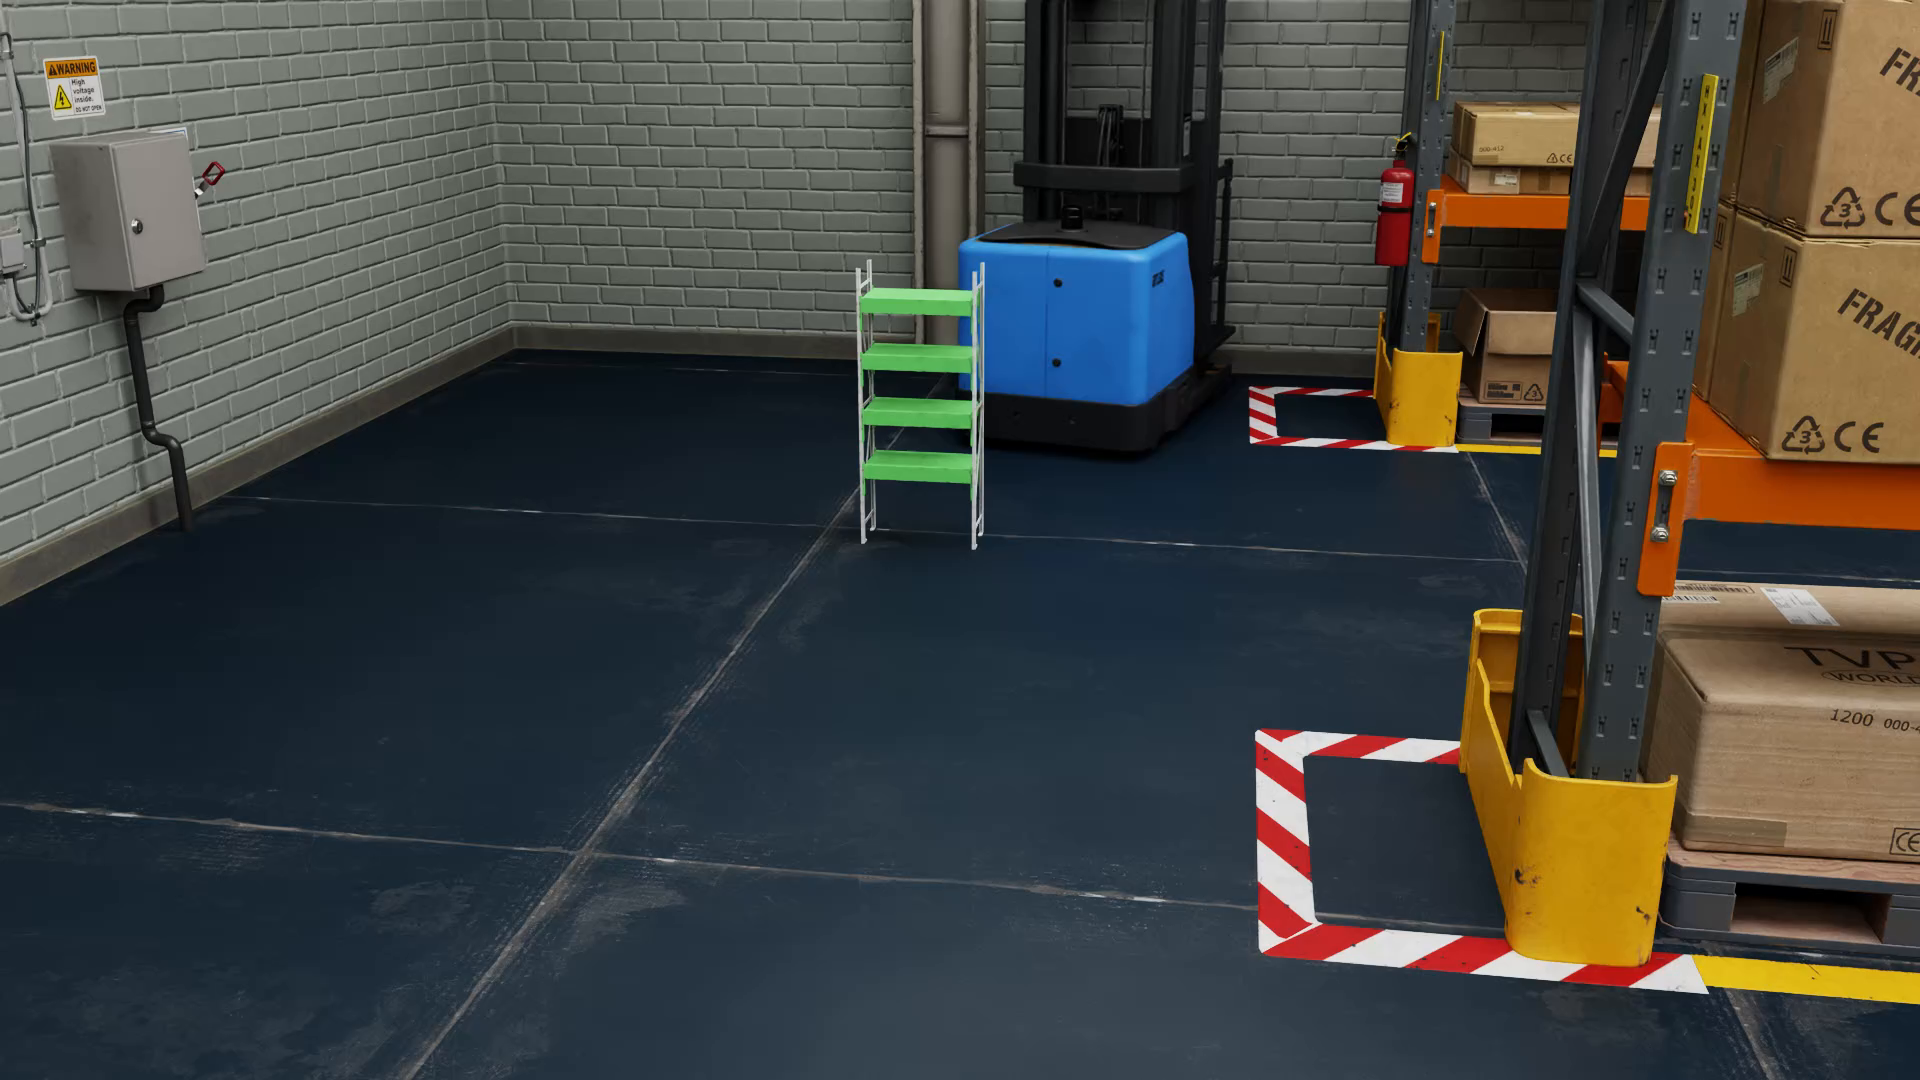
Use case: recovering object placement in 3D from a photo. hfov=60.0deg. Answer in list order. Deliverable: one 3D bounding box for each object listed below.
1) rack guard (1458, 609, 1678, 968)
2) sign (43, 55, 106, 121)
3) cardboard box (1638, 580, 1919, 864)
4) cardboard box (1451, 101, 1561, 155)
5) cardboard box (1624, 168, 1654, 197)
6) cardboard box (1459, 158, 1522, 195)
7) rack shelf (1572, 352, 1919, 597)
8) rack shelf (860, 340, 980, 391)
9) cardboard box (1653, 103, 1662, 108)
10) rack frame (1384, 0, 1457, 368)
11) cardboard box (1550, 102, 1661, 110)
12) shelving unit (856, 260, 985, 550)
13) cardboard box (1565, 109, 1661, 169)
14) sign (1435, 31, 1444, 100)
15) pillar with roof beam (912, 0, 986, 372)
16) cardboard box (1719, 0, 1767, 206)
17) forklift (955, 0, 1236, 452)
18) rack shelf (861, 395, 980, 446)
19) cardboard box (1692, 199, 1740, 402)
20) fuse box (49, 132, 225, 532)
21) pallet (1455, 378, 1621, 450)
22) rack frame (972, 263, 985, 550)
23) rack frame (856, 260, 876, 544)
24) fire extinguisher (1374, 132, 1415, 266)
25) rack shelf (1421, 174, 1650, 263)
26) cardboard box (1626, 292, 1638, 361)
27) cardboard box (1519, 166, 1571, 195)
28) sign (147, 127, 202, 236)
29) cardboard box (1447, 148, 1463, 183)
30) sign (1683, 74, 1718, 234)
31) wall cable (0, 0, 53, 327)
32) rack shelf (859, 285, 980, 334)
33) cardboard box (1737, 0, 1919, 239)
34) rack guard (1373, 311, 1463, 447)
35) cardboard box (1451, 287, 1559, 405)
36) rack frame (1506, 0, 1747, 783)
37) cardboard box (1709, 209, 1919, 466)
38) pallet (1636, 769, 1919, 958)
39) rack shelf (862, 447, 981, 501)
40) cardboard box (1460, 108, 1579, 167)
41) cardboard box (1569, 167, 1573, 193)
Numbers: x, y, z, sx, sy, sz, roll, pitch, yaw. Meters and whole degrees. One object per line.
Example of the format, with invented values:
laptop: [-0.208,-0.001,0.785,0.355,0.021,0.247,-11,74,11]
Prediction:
rack guard: [1.647,0.637,4.613,0.348,0.500,1.175,3,19,9]
sign: [-3.636,-1.860,6.832,0.001,0.242,0.339,3,19,9]
cardboard box: [2.339,0.470,4.547,0.875,0.438,0.875,2,19,7]
cardboard box: [2.951,-2.233,9.016,0.500,0.250,0.500,3,19,10]
cardboard box: [3.499,-1.849,8.497,0.250,0.149,0.380,4,19,10]
cardboard box: [2.736,-1.881,8.594,0.250,0.149,0.380,3,19,8]
rack shelf: [3.646,-0.106,4.026,4.000,0.370,1.077,3,19,9]
rack shelf: [-0.163,-0.744,7.082,0.480,0.148,0.258,3,19,9]
cardboard box: [3.948,-2.180,8.859,0.500,0.250,0.500,4,19,10]
rack frame: [2.455,-2.103,8.860,0.127,3.000,1.000,3,19,9]
cardboard box: [3.460,-2.206,8.938,0.500,0.250,0.500,3,19,9]
shelving unit: [-0.163,-0.577,7.138,0.503,1.200,0.258,3,19,9]
cardboard box: [3.358,-2.040,8.441,0.500,0.250,0.500,3,19,9]
sign: [2.369,-2.343,8.215,0.005,0.325,0.100,3,19,9]
pillar with roof beam: [-0.747,-4.017,5.127,0.400,9.000,9.100,3,19,9]
cardboard box: [2.185,-1.119,4.188,0.500,0.500,0.500,4,19,10]
forklift: [0.987,-2.265,9.454,1.130,2.935,3.031,7,20,20]
rack shelf: [-0.163,-0.517,7.158,0.480,0.148,0.258,3,19,9]
cardboard box: [2.189,-0.654,4.372,0.500,0.500,0.500,3,19,9]
fuse box: [-3.423,-0.864,7.188,0.414,1.711,0.539,3,19,9]
pallet: [3.317,-0.737,9.172,1.213,0.211,1.003,3,19,9]
rack frame: [0.077,-0.565,7.101,0.015,1.200,0.240,3,19,9]
rack frame: [-0.404,-0.590,7.174,0.015,1.200,0.240,3,19,9]
fire extinguisher: [2.236,-1.752,8.521,0.183,0.674,0.296,3,19,9]
rack shelf: [4.429,-1.661,8.674,4.000,0.370,1.077,3,19,9]
cardboard box: [3.881,-1.001,8.845,0.500,0.500,0.700,4,19,11]
cardboard box: [2.994,-1.883,8.599,0.250,0.149,0.380,3,19,10]
sign: [-3.549,-1.595,7.492,0.001,0.494,0.329,3,19,9]
cardboard box: [2.824,-2.051,9.102,0.250,0.149,0.380,3,19,8]
sign: [1.577,-0.822,3.544,0.005,0.325,0.100,3,19,9]
wall cable: [-3.687,-1.751,6.207,0.122,1.984,0.588,3,19,9]
rack shelf: [-0.163,-0.972,7.006,0.480,0.148,0.258,3,19,9]
cardboard box: [2.100,-0.956,3.699,0.500,0.500,0.500,3,19,7]
rack guard: [2.530,-0.914,9.246,0.348,0.500,1.175,3,19,9]
cardboard box: [3.044,-1.058,9.009,0.637,0.503,0.797,2,19,6]
rack frame: [1.671,-0.548,4.212,0.127,3.000,1.000,3,19,9]
cardboard box: [2.099,-0.481,3.855,0.500,0.500,0.500,3,19,8]
pallet: [2.473,0.791,4.608,1.213,0.211,1.003,3,19,9]
rack shelf: [-0.163,-0.289,7.234,0.480,0.148,0.258,3,19,9]
cardboard box: [2.860,-2.066,8.517,0.500,0.250,0.500,3,19,9]
cardboard box: [3.259,-1.881,8.592,0.250,0.149,0.380,3,19,8]
